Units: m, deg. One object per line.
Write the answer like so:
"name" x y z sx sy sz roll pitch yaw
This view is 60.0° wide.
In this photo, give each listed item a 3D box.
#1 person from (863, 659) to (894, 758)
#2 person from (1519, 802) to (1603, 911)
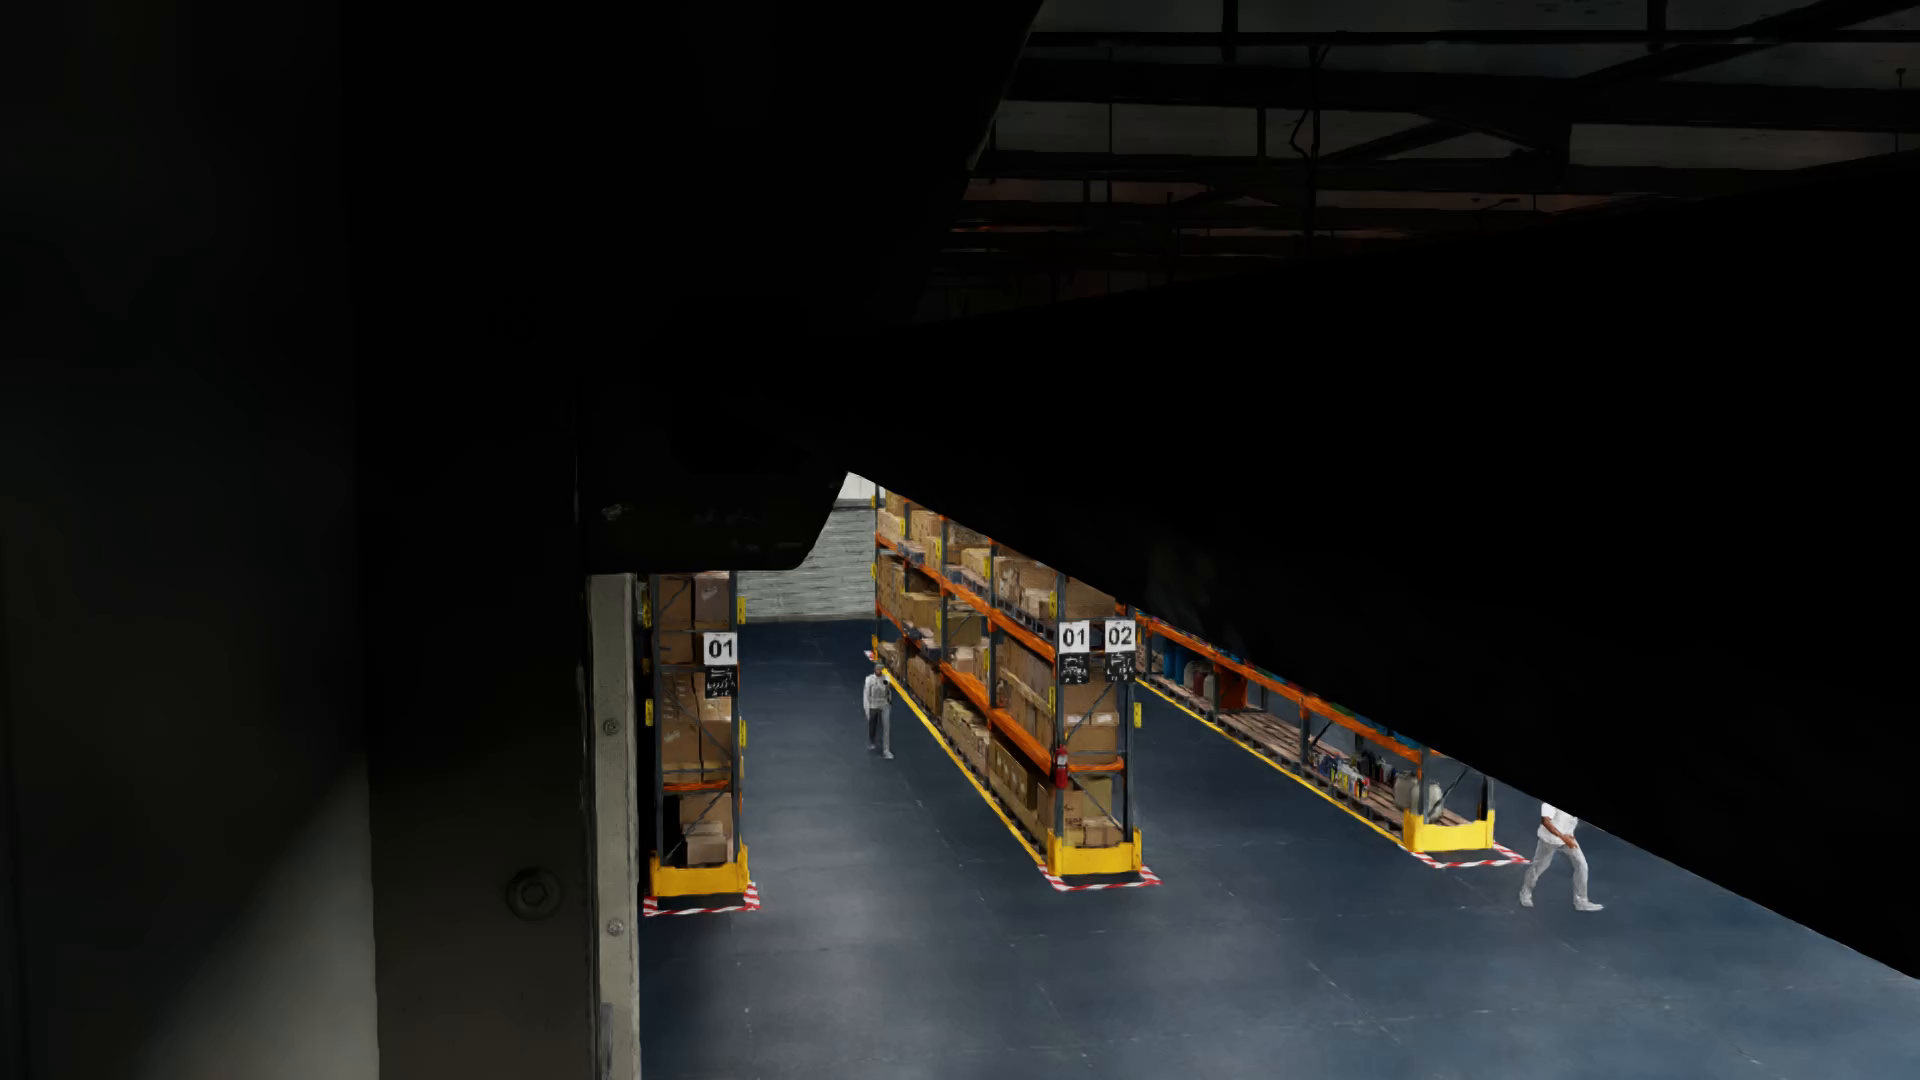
"person" -1.347 2.724 27.270 0.495 1.589 1.086 -1 6 -9
"person" 6.993 3.482 19.451 0.714 1.695 0.823 -3 7 -28
